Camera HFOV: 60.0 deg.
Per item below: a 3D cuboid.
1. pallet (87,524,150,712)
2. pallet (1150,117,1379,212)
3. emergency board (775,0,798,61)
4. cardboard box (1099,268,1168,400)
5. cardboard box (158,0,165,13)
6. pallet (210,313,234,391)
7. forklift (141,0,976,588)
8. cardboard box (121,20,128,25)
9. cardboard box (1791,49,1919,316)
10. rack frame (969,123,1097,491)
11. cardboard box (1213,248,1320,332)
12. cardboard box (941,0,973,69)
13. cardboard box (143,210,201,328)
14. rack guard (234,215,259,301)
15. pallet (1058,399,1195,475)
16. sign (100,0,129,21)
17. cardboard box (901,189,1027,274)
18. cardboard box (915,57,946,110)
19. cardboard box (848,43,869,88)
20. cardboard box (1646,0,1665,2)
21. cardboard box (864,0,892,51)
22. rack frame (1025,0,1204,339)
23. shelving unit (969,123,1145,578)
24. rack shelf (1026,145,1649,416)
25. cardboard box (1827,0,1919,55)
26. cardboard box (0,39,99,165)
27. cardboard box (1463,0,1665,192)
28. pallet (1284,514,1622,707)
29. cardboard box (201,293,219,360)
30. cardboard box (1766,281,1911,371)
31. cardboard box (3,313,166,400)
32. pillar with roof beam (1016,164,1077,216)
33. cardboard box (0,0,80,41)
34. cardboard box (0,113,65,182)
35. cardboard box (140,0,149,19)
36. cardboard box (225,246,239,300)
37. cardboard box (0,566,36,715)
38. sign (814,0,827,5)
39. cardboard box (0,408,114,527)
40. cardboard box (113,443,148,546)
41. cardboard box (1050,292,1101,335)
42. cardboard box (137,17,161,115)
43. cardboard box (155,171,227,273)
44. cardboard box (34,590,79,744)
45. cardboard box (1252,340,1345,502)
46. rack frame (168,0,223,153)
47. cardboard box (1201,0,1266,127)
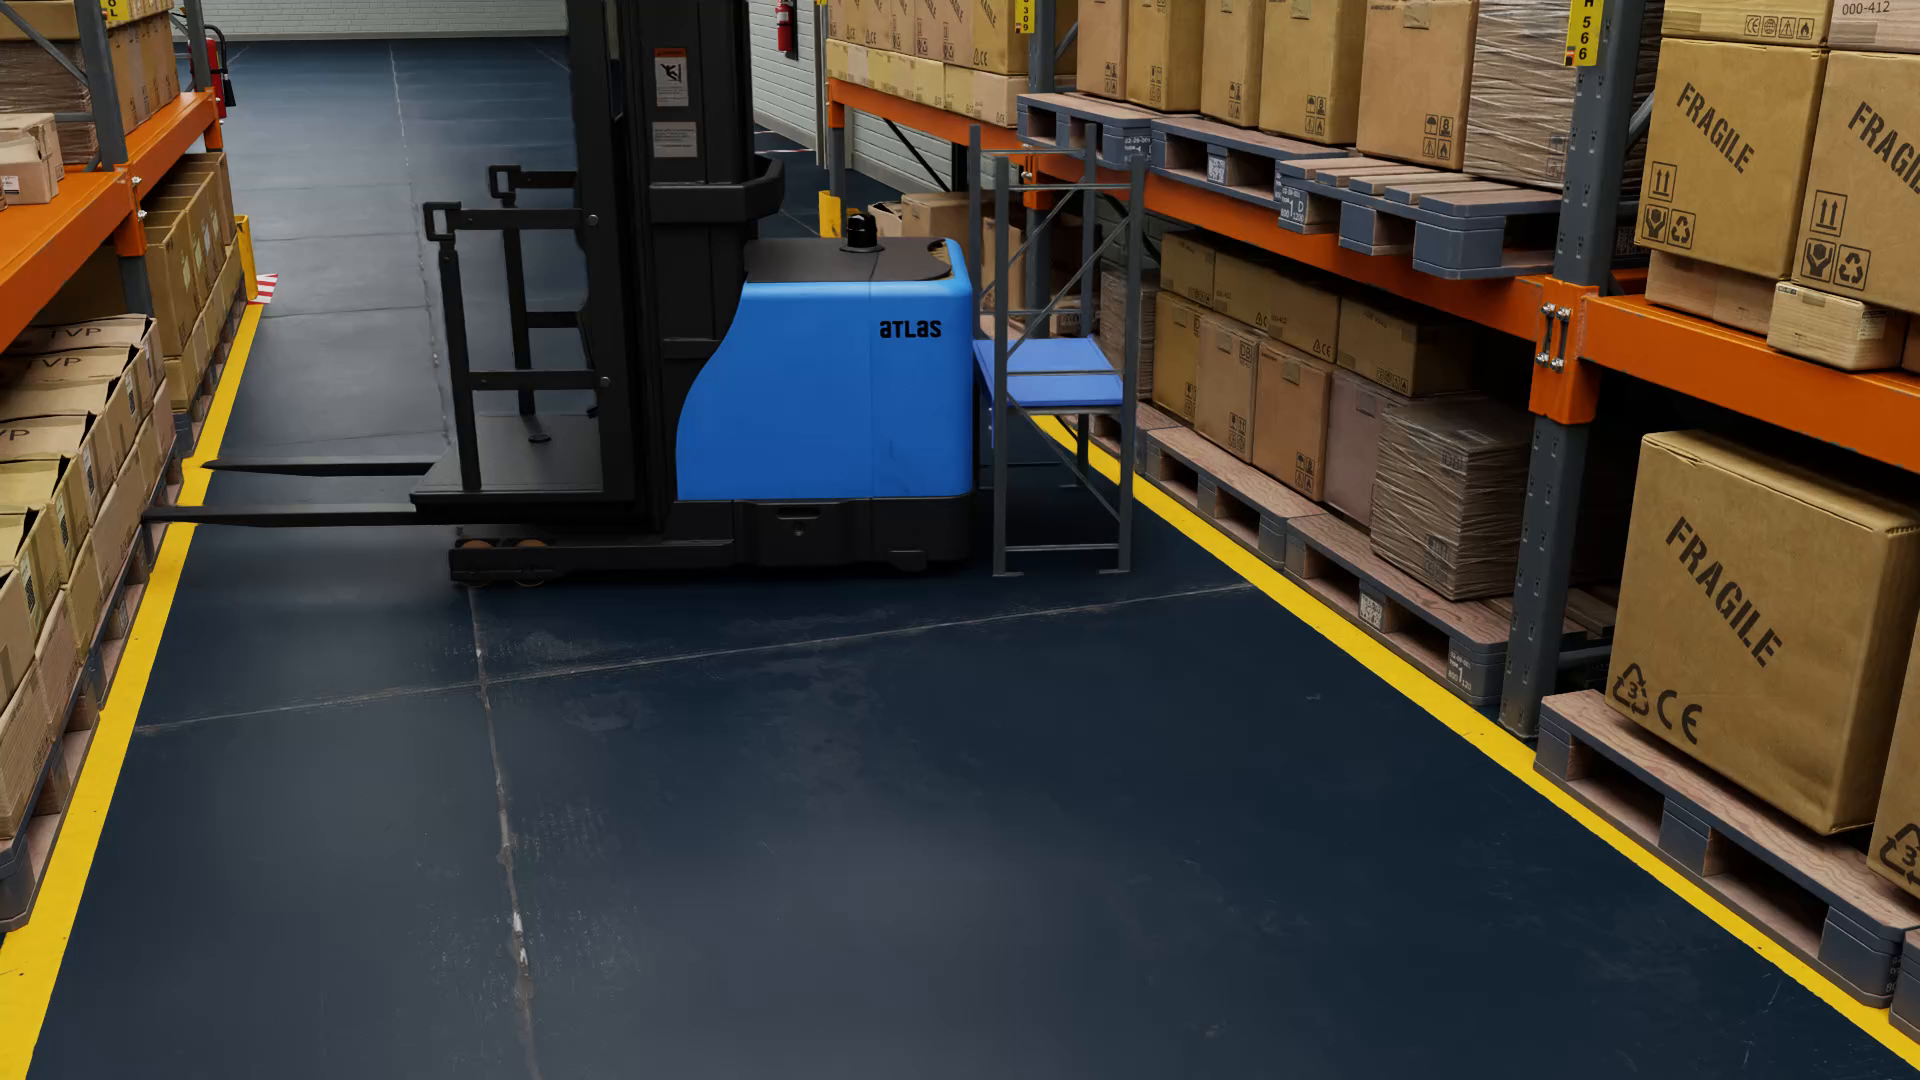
[{"bbox_3d":[-3.226,0.280,5.325,1.003,0.211,1.213,-6,21,-17],"label":"pallet"},{"bbox_3d":[1.416,-1.442,6.276,1.003,0.211,1.213,-6,21,-17],"label":"pallet"},{"bbox_3d":[-2.022,-6.058,18.845,0.194,1.169,0.643,-6,21,-17],"label":"emergency board"},{"bbox_3d":[1.067,-0.981,7.757,0.700,0.500,0.500,-6,21,-15],"label":"cardboard box"},{"bbox_3d":[-4.674,-3.025,9.293,0.380,0.149,0.250,-7,21,-18],"label":"cardboard box"},{"bbox_3d":[-4.479,-0.997,8.879,1.003,0.211,1.213,-6,21,-17],"label":"pallet"},{"bbox_3d":[-1.475,-1.392,5.956,3.031,2.935,1.130,-1,20,-3],"label":"forklift"},{"bbox_3d":[-4.191,-2.529,7.913,0.380,0.149,0.250,-7,21,-19],"label":"cardboard box"},{"bbox_3d":[2.143,-0.745,3.436,0.500,0.500,0.500,-6,21,-15],"label":"cardboard box"},{"bbox_3d":[0.288,-0.923,6.769,0.500,1.500,0.032,-2,20,-4],"label":"rack frame"},{"bbox_3d":[1.376,-1.026,6.774,0.500,0.250,0.500,-7,21,-19],"label":"cardboard box"},{"bbox_3d":[0.216,-2.755,8.731,0.500,0.500,0.500,-7,21,-18],"label":"cardboard box"},{"bbox_3d":[-3.895,-1.255,7.811,0.500,0.500,0.500,-6,21,-17],"label":"cardboard box"},{"bbox_3d":[-5.146,-1.772,10.610,1.175,0.500,0.348,-6,21,-17],"label":"rack guard"},{"bbox_3d":[1.066,-0.622,7.837,1.003,0.211,1.213,-6,21,-17],"label":"pallet"},{"bbox_3d":[-3.369,-2.225,6.579,0.100,0.325,0.005,-6,21,-17],"label":"sign"},{"bbox_3d":[0.057,-1.844,10.159,0.700,0.500,0.500,-8,21,-21],"label":"cardboard box"},{"bbox_3d":[0.062,-2.564,9.309,0.500,0.250,0.500,-7,21,-18],"label":"cardboard box"},{"bbox_3d":[-0.408,-3.052,10.667,0.500,0.250,0.500,-7,21,-19],"label":"cardboard box"},{"bbox_3d":[1.940,-1.568,4.586,0.380,0.149,0.250,-9,22,-24],"label":"cardboard box"},{"bbox_3d":[-0.270,-3.249,10.107,0.500,0.500,0.500,-7,21,-19],"label":"cardboard box"},{"bbox_3d":[0.820,-2.185,8.061,1.000,3.000,0.127,-6,21,-17],"label":"rack frame"},{"bbox_3d":[0.329,-0.752,6.292,0.538,1.500,1.048,-2,20,-4],"label":"shelving unit"},{"bbox_3d":[1.449,-1.204,6.396,1.077,0.370,4.000,-6,21,-17],"label":"rack shelf"},{"bbox_3d":[2.145,-1.105,3.328,0.500,0.250,0.500,-7,21,-18],"label":"cardboard box"},{"bbox_3d":[-4.027,-1.846,6.970,0.700,0.500,0.500,-7,21,-19],"label":"cardboard box"},{"bbox_3d":[1.920,-1.305,4.813,0.700,0.500,0.500,-9,22,-24],"label":"cardboard box"},{"bbox_3d":[1.833,0.161,5.657,1.003,0.211,1.213,-6,21,-17],"label":"pallet"},{"bbox_3d":[-4.044,-1.064,8.387,0.500,0.250,0.500,-6,21,-17],"label":"cardboard box"},{"bbox_3d":[2.035,-0.486,3.674,0.380,0.149,0.250,-6,21,-16],"label":"cardboard box"},{"bbox_3d":[-3.482,-0.725,6.614,0.500,0.311,0.500,-6,21,-17],"label":"cardboard box"},{"bbox_3d":[-3.483,-5.701,8.978,9.100,9.000,0.400,-6,21,-17],"label":"pillar with roof beam"},{"bbox_3d":[-3.782,-2.116,6.763,0.380,0.149,0.250,-6,21,-17],"label":"cardboard box"},{"bbox_3d":[-3.685,-1.433,6.191,0.500,0.250,0.500,-5,20,-14],"label":"cardboard box"},{"bbox_3d":[-4.429,-2.775,8.598,0.380,0.149,0.250,-6,21,-16],"label":"cardboard box"},{"bbox_3d":[-4.521,-1.544,9.725,0.500,0.250,0.500,-6,21,-17],"label":"cardboard box"},{"bbox_3d":[-2.510,0.260,3.872,0.500,0.311,0.500,-6,21,-15],"label":"cardboard box"},{"bbox_3d":[-0.952,-3.818,11.328,0.100,0.325,0.005,-6,21,-17],"label":"sign"},{"bbox_3d":[-3.003,-0.237,5.255,0.500,0.311,0.500,-7,21,-18],"label":"cardboard box"},{"bbox_3d":[-3.157,-0.132,5.792,0.500,0.250,0.500,-6,21,-16],"label":"cardboard box"},{"bbox_3d":[0.623,-1.227,8.935,0.380,0.166,0.250,-9,22,-24],"label":"cardboard box"},{"bbox_3d":[-4.684,-2.509,8.815,0.700,0.500,0.500,-6,21,-17],"label":"cardboard box"},{"bbox_3d":[-4.359,-1.737,9.153,0.500,0.500,0.500,-6,21,-17],"label":"cardboard box"},{"bbox_3d":[-2.669,0.363,4.416,0.500,0.250,0.500,-7,21,-19],"label":"cardboard box"},{"bbox_3d":[1.567,-0.491,6.394,0.700,0.500,0.500,-7,21,-17],"label":"cardboard box"},{"bbox_3d":[-5.139,-2.941,10.166,1.000,3.000,0.127,-6,21,-17],"label":"rack frame"},{"bbox_3d":[1.353,-1.884,6.425,0.700,0.500,0.500,-4,20,-10],"label":"cardboard box"}]
